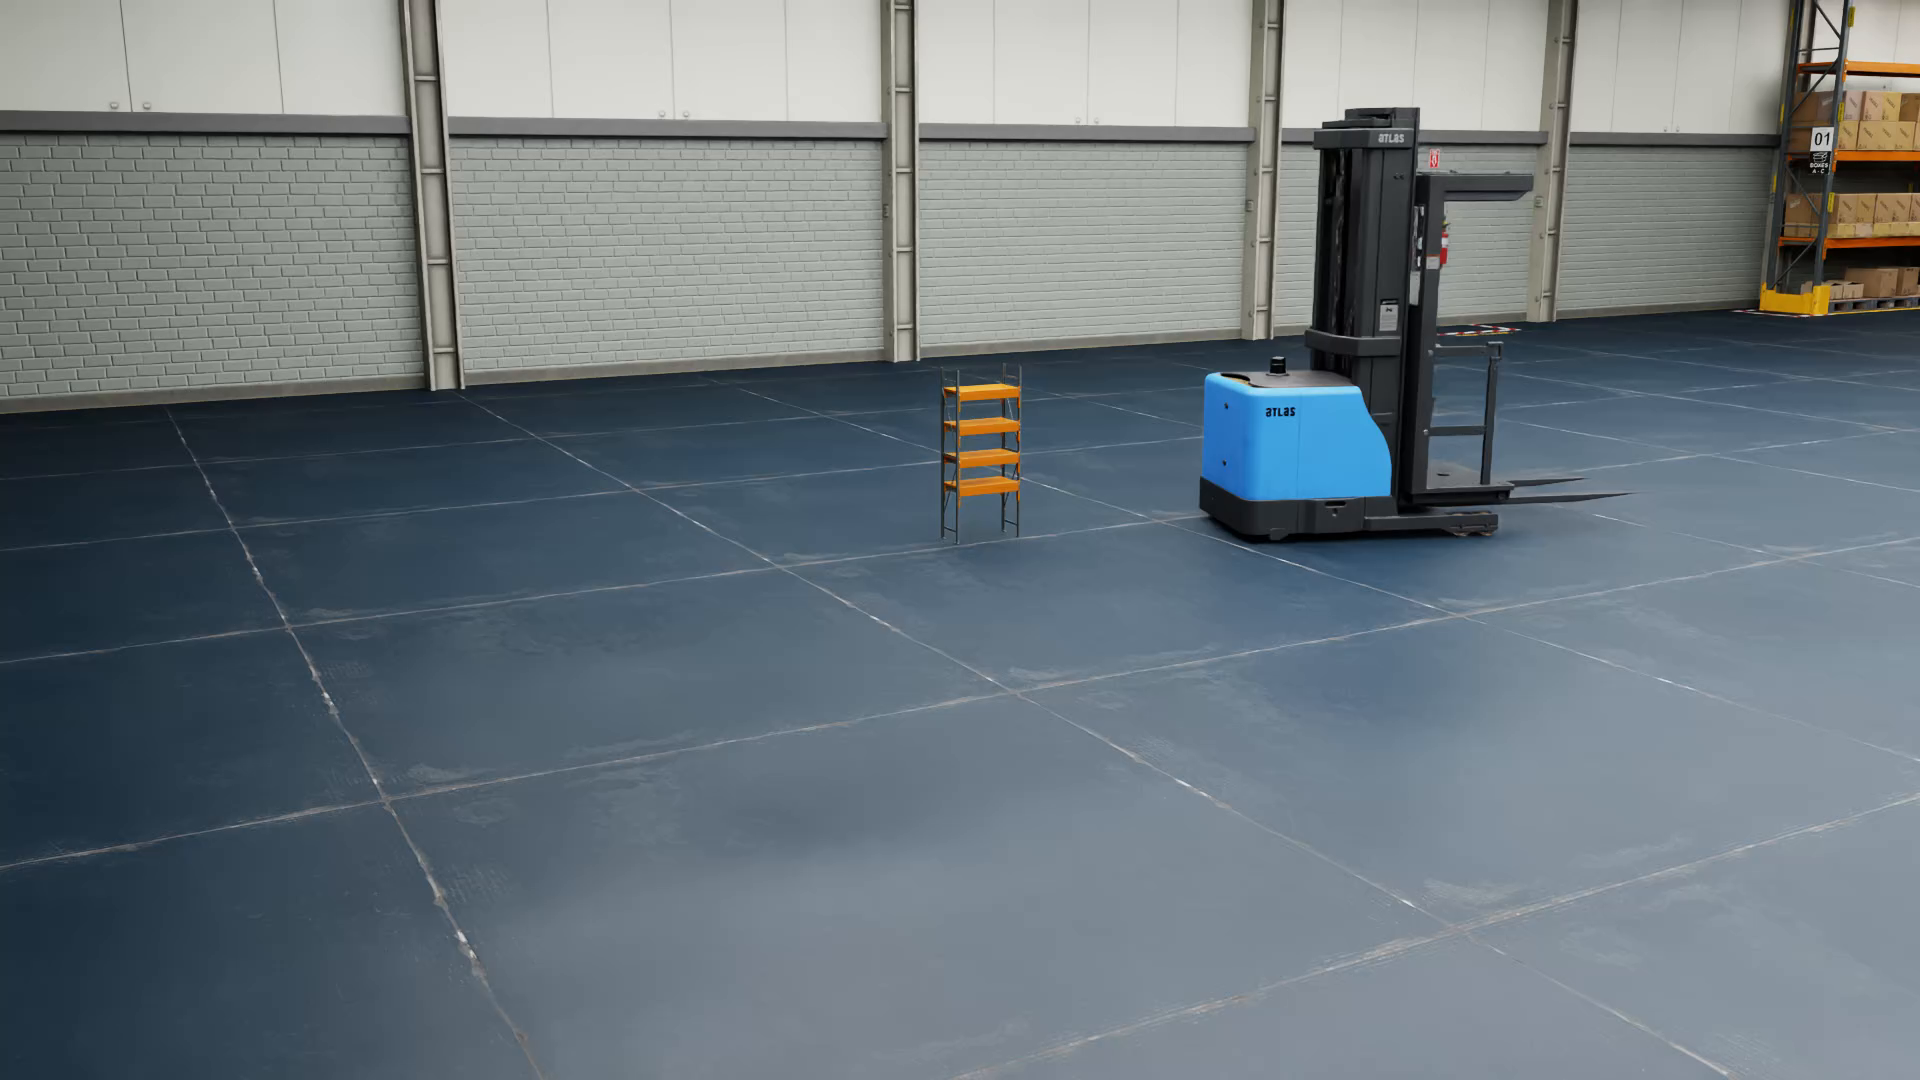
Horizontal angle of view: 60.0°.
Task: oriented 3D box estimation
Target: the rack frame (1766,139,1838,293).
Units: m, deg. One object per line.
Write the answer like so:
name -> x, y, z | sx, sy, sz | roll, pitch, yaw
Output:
rack frame -> 14.819, -5.532, 29.358 | 0.127, 3.000, 1.000 | -7, 14, -28

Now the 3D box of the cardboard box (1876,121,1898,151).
cardboard box -> 16.175, -7.146, 29.425 | 0.500, 0.500, 0.500 | -6, 14, -25

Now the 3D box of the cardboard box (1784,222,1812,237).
cardboard box -> 15.137, -5.555, 29.757 | 0.500, 0.250, 0.500 | -7, 14, -27

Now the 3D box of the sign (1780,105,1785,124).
sign -> 14.571, -7.536, 29.416 | 0.005, 0.325, 0.100 | -7, 14, -28

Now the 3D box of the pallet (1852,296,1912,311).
pallet -> 16.686, -4.386, 30.616 | 1.213, 0.211, 1.003 | -7, 14, -28

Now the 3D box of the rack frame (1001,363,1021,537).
rack frame -> 0.359, -0.628, 11.669 | 0.015, 1.200, 0.240 | -7, 14, -28

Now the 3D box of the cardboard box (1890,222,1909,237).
cardboard box -> 16.744, -5.621, 30.051 | 0.500, 0.250, 0.500 | -7, 14, -27

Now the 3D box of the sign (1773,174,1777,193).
sign -> 14.571, -6.360, 29.681 | 0.005, 0.325, 0.100 | -7, 14, -28

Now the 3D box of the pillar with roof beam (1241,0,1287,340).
pillar with roof beam -> 6.549, -6.607, 20.472 | 0.400, 9.000, 9.100 | -7, 14, -28

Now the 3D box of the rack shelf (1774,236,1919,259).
rack shelf -> 16.575, -5.391, 30.372 | 4.000, 0.370, 1.077 | -7, 14, -28

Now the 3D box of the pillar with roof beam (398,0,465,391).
pillar with roof beam -> -3.983, -5.345, 14.862 | 0.400, 9.000, 9.100 | -7, 14, -28

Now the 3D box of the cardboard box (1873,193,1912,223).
cardboard box -> 16.725, -5.986, 29.966 | 0.500, 0.500, 0.500 | -6, 14, -26

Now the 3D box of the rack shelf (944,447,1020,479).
rack shelf -> 0.145, -0.537, 11.570 | 0.480, 0.148, 0.258 | -7, 14, -28

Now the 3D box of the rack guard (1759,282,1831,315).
rack guard -> 14.886, -4.320, 29.668 | 0.348, 0.500, 1.175 | -7, 14, -28

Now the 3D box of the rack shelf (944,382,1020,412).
rack shelf -> 0.145, -0.986, 11.469 | 0.480, 0.148, 0.258 | -7, 14, -28

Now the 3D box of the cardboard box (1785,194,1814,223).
cardboard box -> 15.131, -5.925, 29.692 | 0.500, 0.500, 0.500 | -7, 14, -28

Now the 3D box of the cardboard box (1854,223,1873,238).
cardboard box -> 15.849, -5.516, 29.584 | 0.500, 0.250, 0.500 | -7, 15, -30

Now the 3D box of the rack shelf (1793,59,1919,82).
rack shelf -> 16.575, -8.317, 29.714 | 4.000, 0.370, 1.077 | -7, 14, -28

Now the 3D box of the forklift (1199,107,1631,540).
forklift -> 3.342, -1.564, 11.884 | 3.031, 2.935, 1.130 | -2, 13, -10

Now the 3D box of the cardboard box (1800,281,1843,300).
cardboard box -> 15.470, -4.490, 29.851 | 0.500, 0.311, 0.500 | -9, 15, -34

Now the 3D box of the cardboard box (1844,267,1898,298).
cardboard box -> 16.638, -4.710, 30.397 | 0.500, 0.500, 0.700 | -8, 15, -31

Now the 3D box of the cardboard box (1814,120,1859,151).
cardboard box -> 15.233, -7.041, 28.958 | 0.500, 0.500, 0.500 | -6, 14, -26

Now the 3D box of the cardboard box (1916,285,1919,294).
cardboard box -> 17.875, -4.723, 31.215 | 0.250, 0.166, 0.380 | -9, 16, -35

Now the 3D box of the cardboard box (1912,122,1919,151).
cardboard box -> 17.087, -7.258, 29.921 | 0.500, 0.500, 0.500 | -7, 15, -30

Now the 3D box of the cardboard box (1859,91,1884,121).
cardboard box -> 15.738, -7.578, 29.069 | 0.500, 0.500, 0.500 | -7, 14, -29

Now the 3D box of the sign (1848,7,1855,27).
sign -> 15.079, -8.848, 28.124 | 0.005, 0.325, 0.100 | -7, 14, -28

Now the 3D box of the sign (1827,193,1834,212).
sign -> 15.080, -5.850, 28.799 | 0.005, 0.325, 0.100 | -7, 14, -28

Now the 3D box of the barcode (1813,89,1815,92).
barcode -> 15.203, -7.996, 29.602 | 0.075, 0.075, 0.001 | -7, 14, -28

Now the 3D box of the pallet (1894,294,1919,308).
pallet -> 17.758, -4.515, 31.190 | 1.213, 0.211, 1.003 | -7, 14, -28

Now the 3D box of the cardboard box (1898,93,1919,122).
cardboard box -> 17.091, -7.741, 29.791 | 0.500, 0.500, 0.500 | -7, 15, -30

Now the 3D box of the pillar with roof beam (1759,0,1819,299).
pillar with roof beam -> 17.082, -7.869, 26.081 | 0.400, 9.000, 9.100 | -7, 14, -28

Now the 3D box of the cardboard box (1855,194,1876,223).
cardboard box -> 15.821, -5.877, 29.478 | 0.500, 0.500, 0.500 | -7, 14, -28

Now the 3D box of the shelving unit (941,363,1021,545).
shelving unit -> 0.145, -0.603, 11.555 | 0.503, 1.200, 0.258 | -7, 14, -28
